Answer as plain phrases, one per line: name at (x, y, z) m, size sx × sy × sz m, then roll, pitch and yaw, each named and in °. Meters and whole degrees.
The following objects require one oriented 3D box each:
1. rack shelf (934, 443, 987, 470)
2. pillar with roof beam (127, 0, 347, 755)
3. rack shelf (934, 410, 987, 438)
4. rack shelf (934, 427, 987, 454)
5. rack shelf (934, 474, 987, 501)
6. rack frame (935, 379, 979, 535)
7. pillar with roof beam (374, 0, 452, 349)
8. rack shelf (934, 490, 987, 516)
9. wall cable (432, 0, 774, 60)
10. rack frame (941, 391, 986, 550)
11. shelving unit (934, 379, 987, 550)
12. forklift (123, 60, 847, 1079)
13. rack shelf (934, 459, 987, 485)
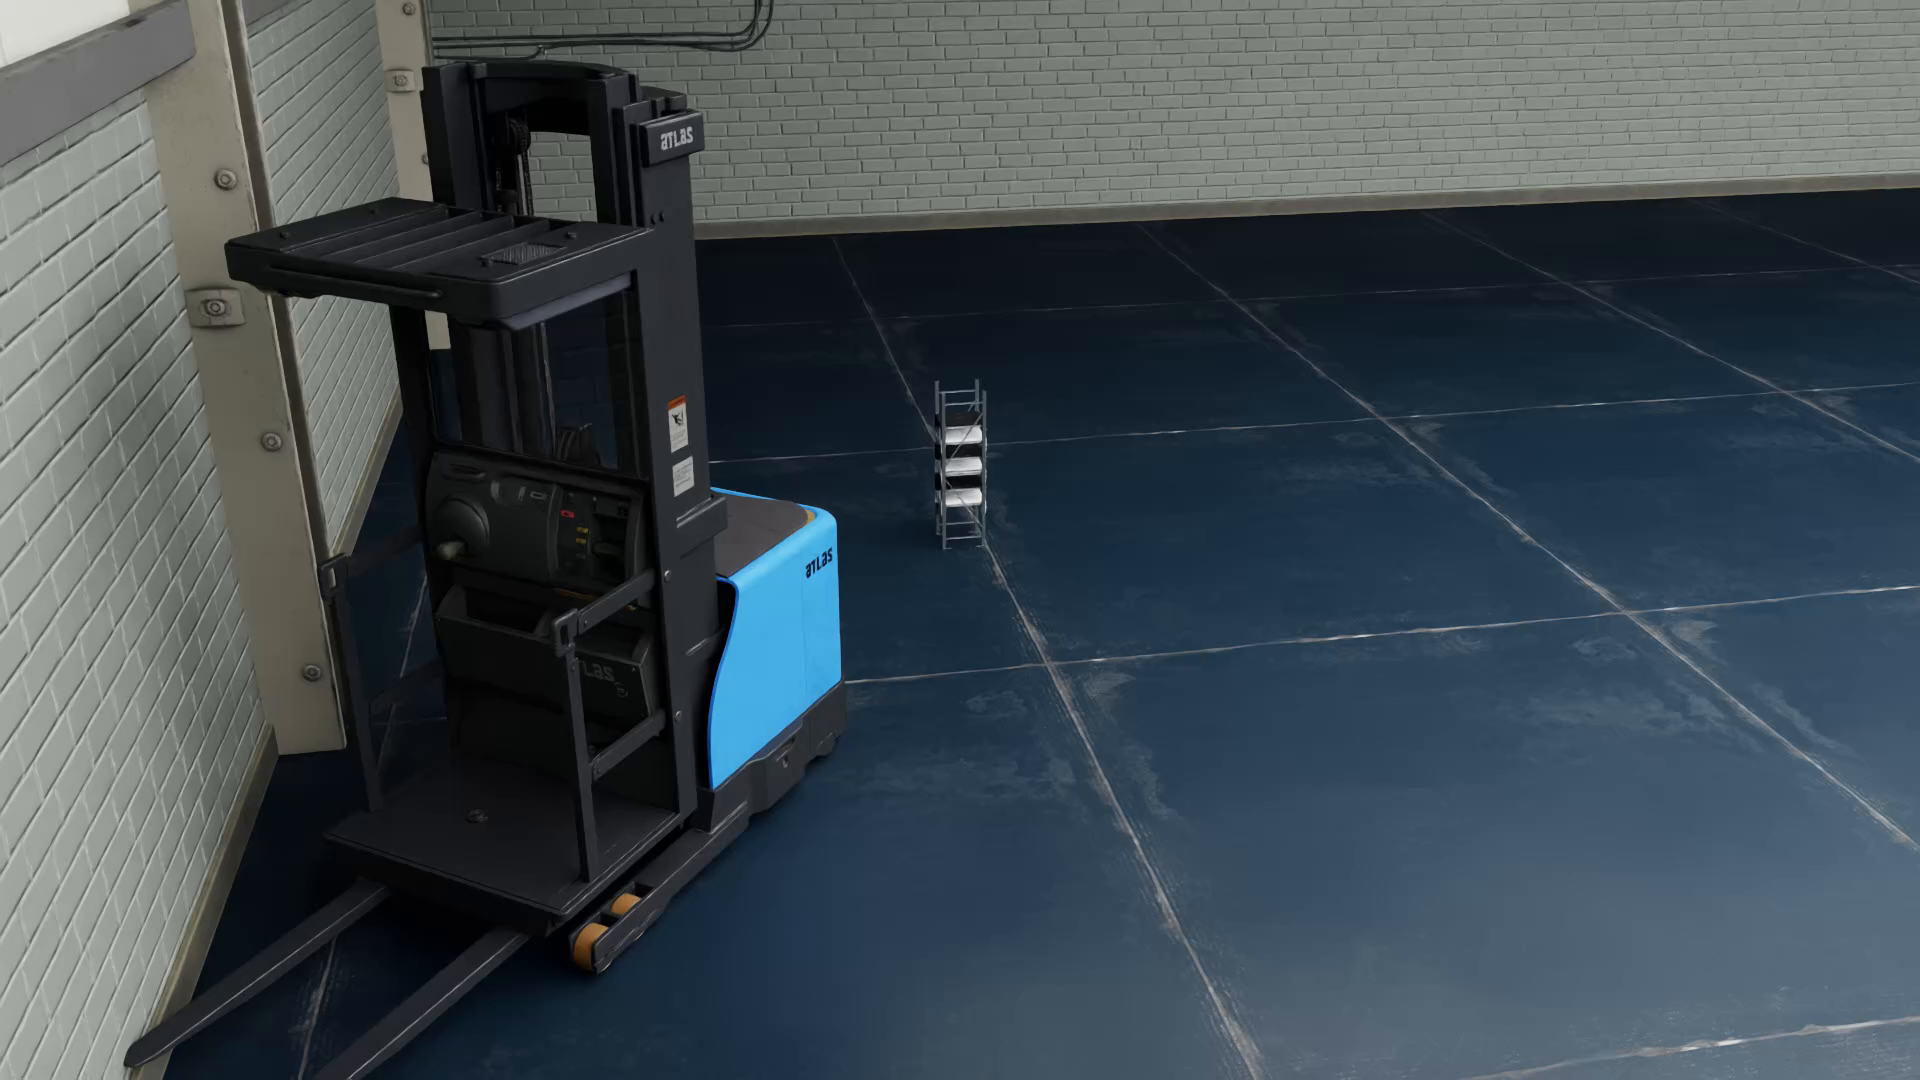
rack shelf at (0.002, -0.461, 9.040) m, size 0.258 × 0.077 × 0.200 m, roll -4°, pitch 24°, yaw -10°
pillar with roof beam at (1.386, -3.606, 6.264) m, size 9.100 × 9.000 × 0.400 m, roll -4°, pitch 24°, yaw -10°
rack shelf at (0.002, -0.626, 8.968) m, size 0.258 × 0.077 × 0.200 m, roll -4°, pitch 24°, yaw -10°
rack shelf at (0.002, -0.544, 9.004) m, size 0.258 × 0.077 × 0.200 m, roll -4°, pitch 24°, yaw -10°
rack shelf at (0.002, -0.296, 9.112) m, size 0.258 × 0.077 × 0.200 m, roll -4°, pitch 24°, yaw -10°
rack frame at (-0.017, -0.449, 9.154) m, size 0.240 × 0.900 × 0.006 m, roll -4°, pitch 24°, yaw -10°
pillar with roof beam at (0.277, -5.966, 11.668) m, size 9.100 × 9.000 × 0.400 m, roll -4°, pitch 24°, yaw -10°
rack shelf at (0.002, -0.214, 9.148) m, size 0.258 × 0.077 × 0.200 m, roll -4°, pitch 24°, yaw -10°
wall cable at (-3.199, -5.481, 14.437) m, size 3.097 × 2.526 × 0.112 m, roll -4°, pitch 24°, yaw -10°
rack frame at (0.020, -0.369, 8.971) m, size 0.240 × 0.900 × 0.006 m, roll -4°, pitch 24°, yaw -10°
shelving unit at (0.002, -0.409, 9.063) m, size 0.258 × 0.900 × 0.210 m, roll -4°, pitch 24°, yaw -10°
forklift at (-1.593, -0.038, 5.674) m, size 1.130 × 2.935 × 3.031 m, roll 11°, pitch 26°, yaw 24°
rack shelf at (0.002, -0.379, 9.076) m, size 0.258 × 0.077 × 0.200 m, roll -4°, pitch 24°, yaw -10°
